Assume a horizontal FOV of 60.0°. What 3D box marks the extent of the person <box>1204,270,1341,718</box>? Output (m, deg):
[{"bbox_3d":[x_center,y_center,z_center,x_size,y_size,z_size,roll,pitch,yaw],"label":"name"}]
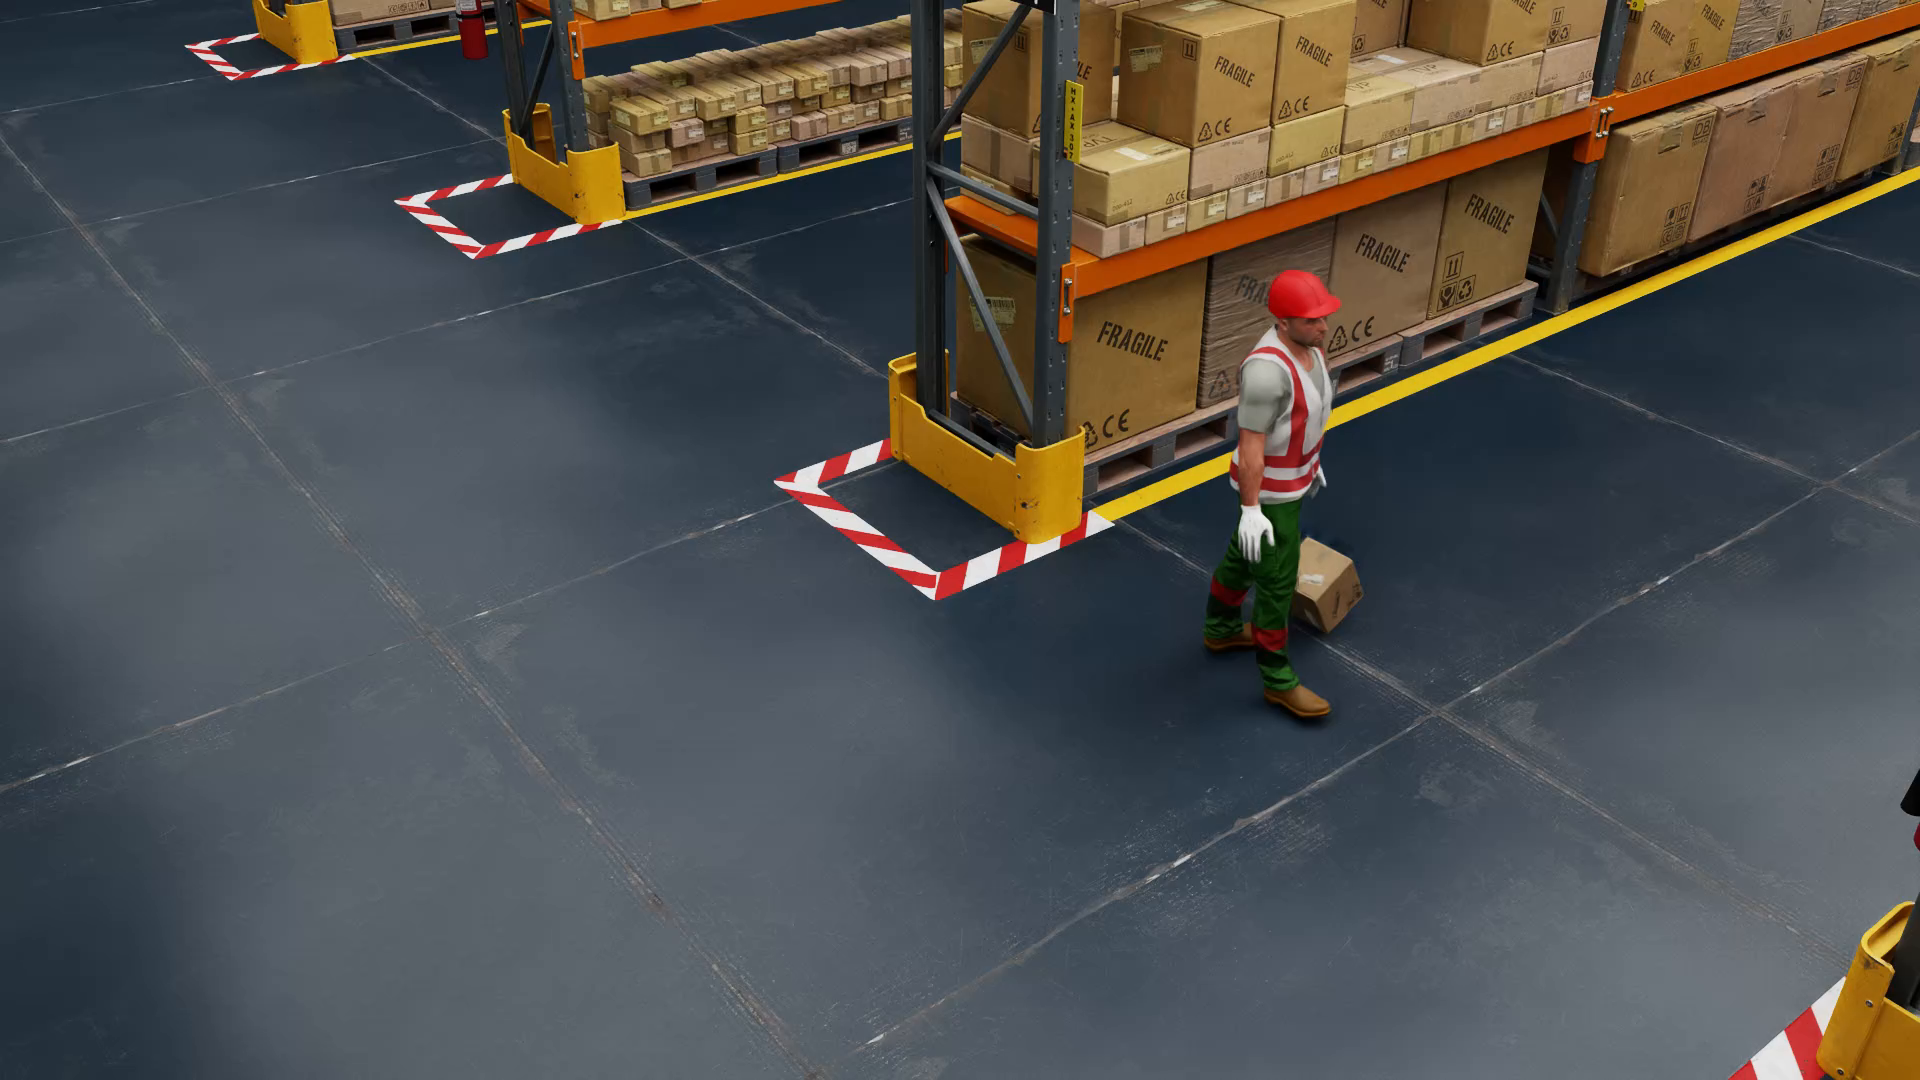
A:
[{"bbox_3d":[1.253,-0.175,6.375,0.634,1.789,0.699,15,35,22],"label":"person"}]
